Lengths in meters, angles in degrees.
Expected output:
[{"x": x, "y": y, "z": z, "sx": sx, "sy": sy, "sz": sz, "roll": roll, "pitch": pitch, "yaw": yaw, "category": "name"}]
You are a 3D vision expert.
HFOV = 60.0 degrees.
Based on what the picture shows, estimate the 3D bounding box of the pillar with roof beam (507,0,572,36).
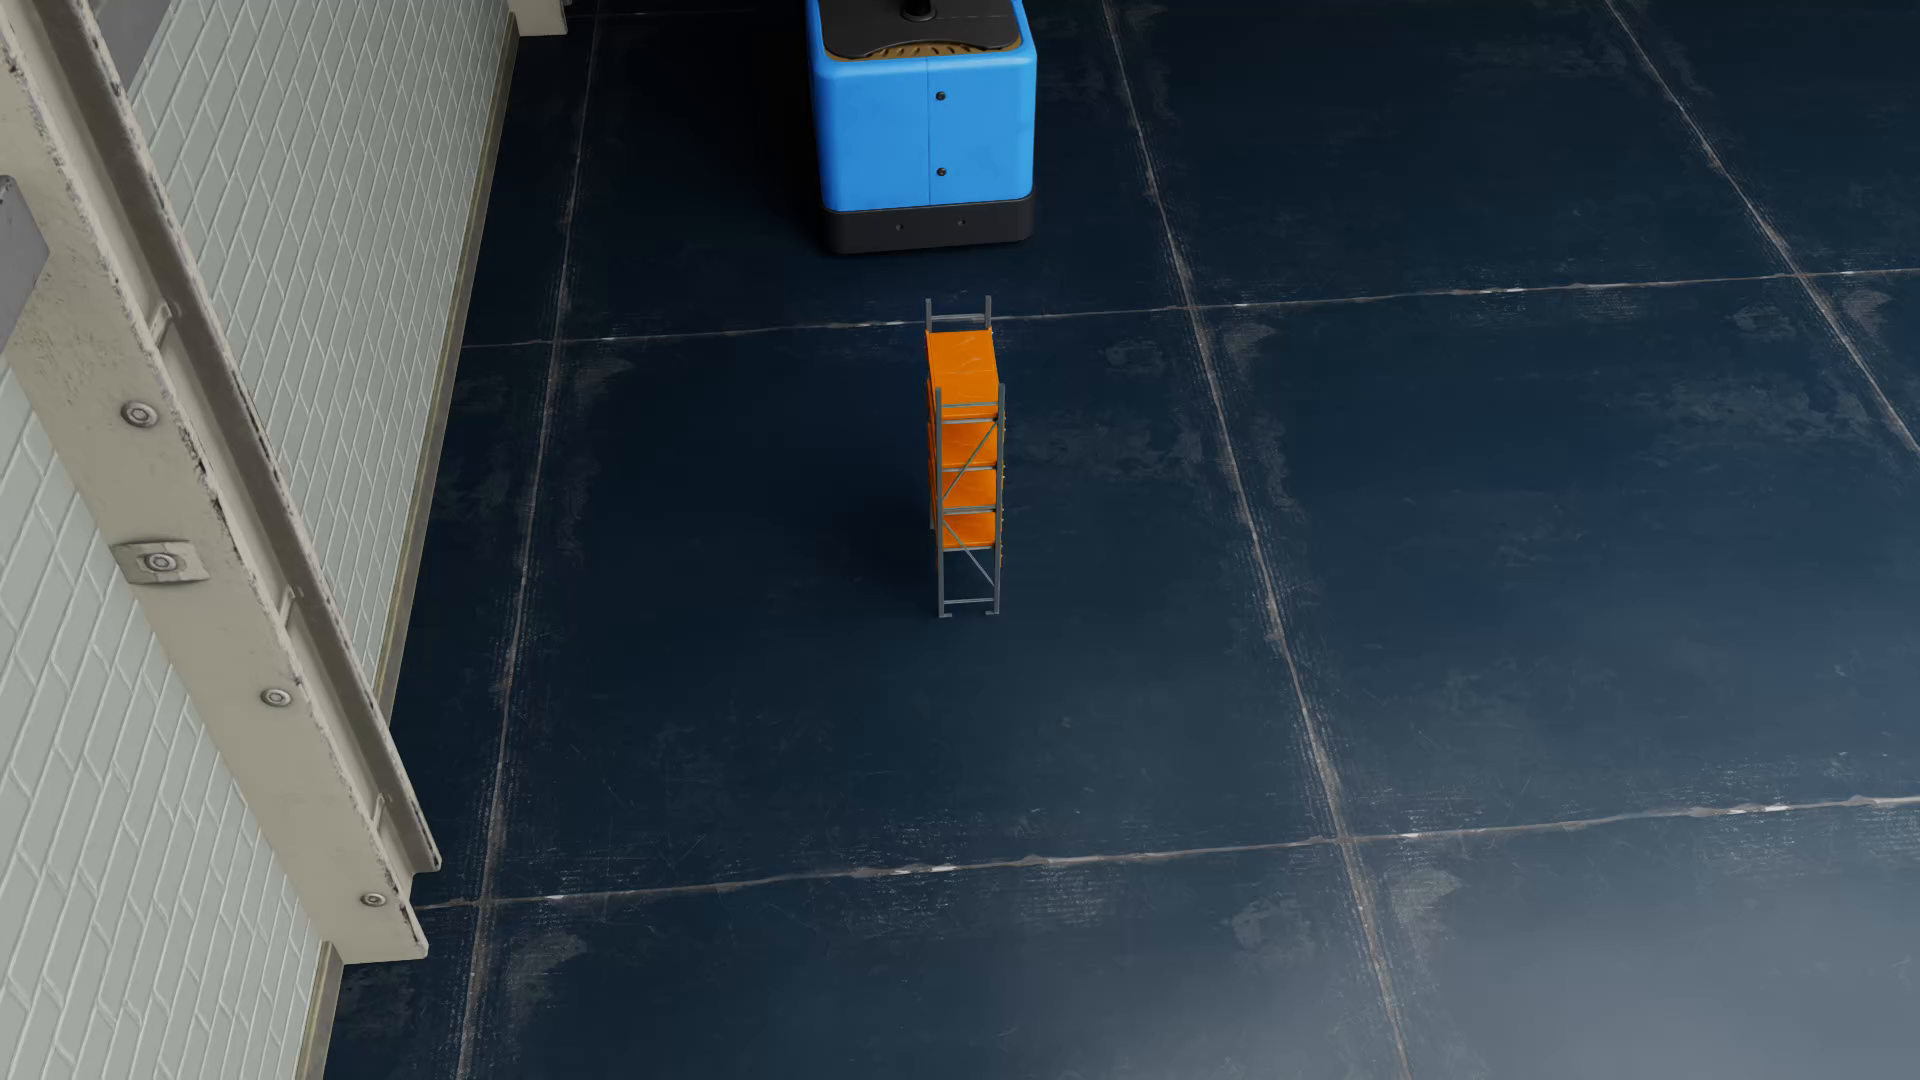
[{"x": 1.833, "y": -6.433, "z": 6.781, "sx": 9.100, "sy": 9.000, "sz": 0.400, "roll": -3, "pitch": 47, "yaw": -3, "category": "pillar with roof beam"}]

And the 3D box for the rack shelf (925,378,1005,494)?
[{"x": 0.014, "y": -0.400, "z": 6.224, "sx": 0.258, "sy": 0.148, "sz": 0.480, "roll": -3, "pitch": 47, "yaw": -3, "category": "rack shelf"}]

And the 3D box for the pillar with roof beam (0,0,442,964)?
[{"x": 2.335, "y": -2.092, "z": 2.670, "sx": 9.100, "sy": 9.000, "sz": 0.400, "roll": -3, "pitch": 47, "yaw": -3, "category": "pillar with roof beam"}]

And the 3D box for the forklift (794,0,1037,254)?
[{"x": -0.328, "y": -3.481, "z": 8.165, "sx": 1.130, "sy": 2.935, "sz": 3.031, "roll": -5, "pitch": 47, "yaw": -5, "category": "forklift"}]

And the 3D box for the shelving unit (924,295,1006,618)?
[{"x": 0.014, "y": -0.293, "z": 6.337, "sx": 0.258, "sy": 1.200, "sz": 0.503, "roll": -3, "pitch": 47, "yaw": -3, "category": "shelving unit"}]

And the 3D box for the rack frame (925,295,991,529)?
[{"x": -0.007, "y": -0.469, "z": 6.505, "sx": 0.240, "sy": 1.200, "sz": 0.015, "roll": -3, "pitch": 47, "yaw": -3, "category": "rack frame"}]

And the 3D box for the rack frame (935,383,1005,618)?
[{"x": 0.034, "y": -0.116, "z": 6.170, "sx": 0.240, "sy": 1.200, "sz": 0.015, "roll": -3, "pitch": 47, "yaw": -3, "category": "rack frame"}]

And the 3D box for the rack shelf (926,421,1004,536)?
[{"x": 0.014, "y": -0.247, "z": 6.386, "sx": 0.258, "sy": 0.148, "sz": 0.480, "roll": -3, "pitch": 47, "yaw": -3, "category": "rack shelf"}]

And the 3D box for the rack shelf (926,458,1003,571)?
[{"x": 0.014, "y": -0.110, "z": 6.530, "sx": 0.258, "sy": 0.148, "sz": 0.480, "roll": -3, "pitch": 47, "yaw": -3, "category": "rack shelf"}]

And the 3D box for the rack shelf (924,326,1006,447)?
[{"x": 0.014, "y": -0.563, "z": 6.052, "sx": 0.258, "sy": 0.148, "sz": 0.480, "roll": -3, "pitch": 47, "yaw": -3, "category": "rack shelf"}]
